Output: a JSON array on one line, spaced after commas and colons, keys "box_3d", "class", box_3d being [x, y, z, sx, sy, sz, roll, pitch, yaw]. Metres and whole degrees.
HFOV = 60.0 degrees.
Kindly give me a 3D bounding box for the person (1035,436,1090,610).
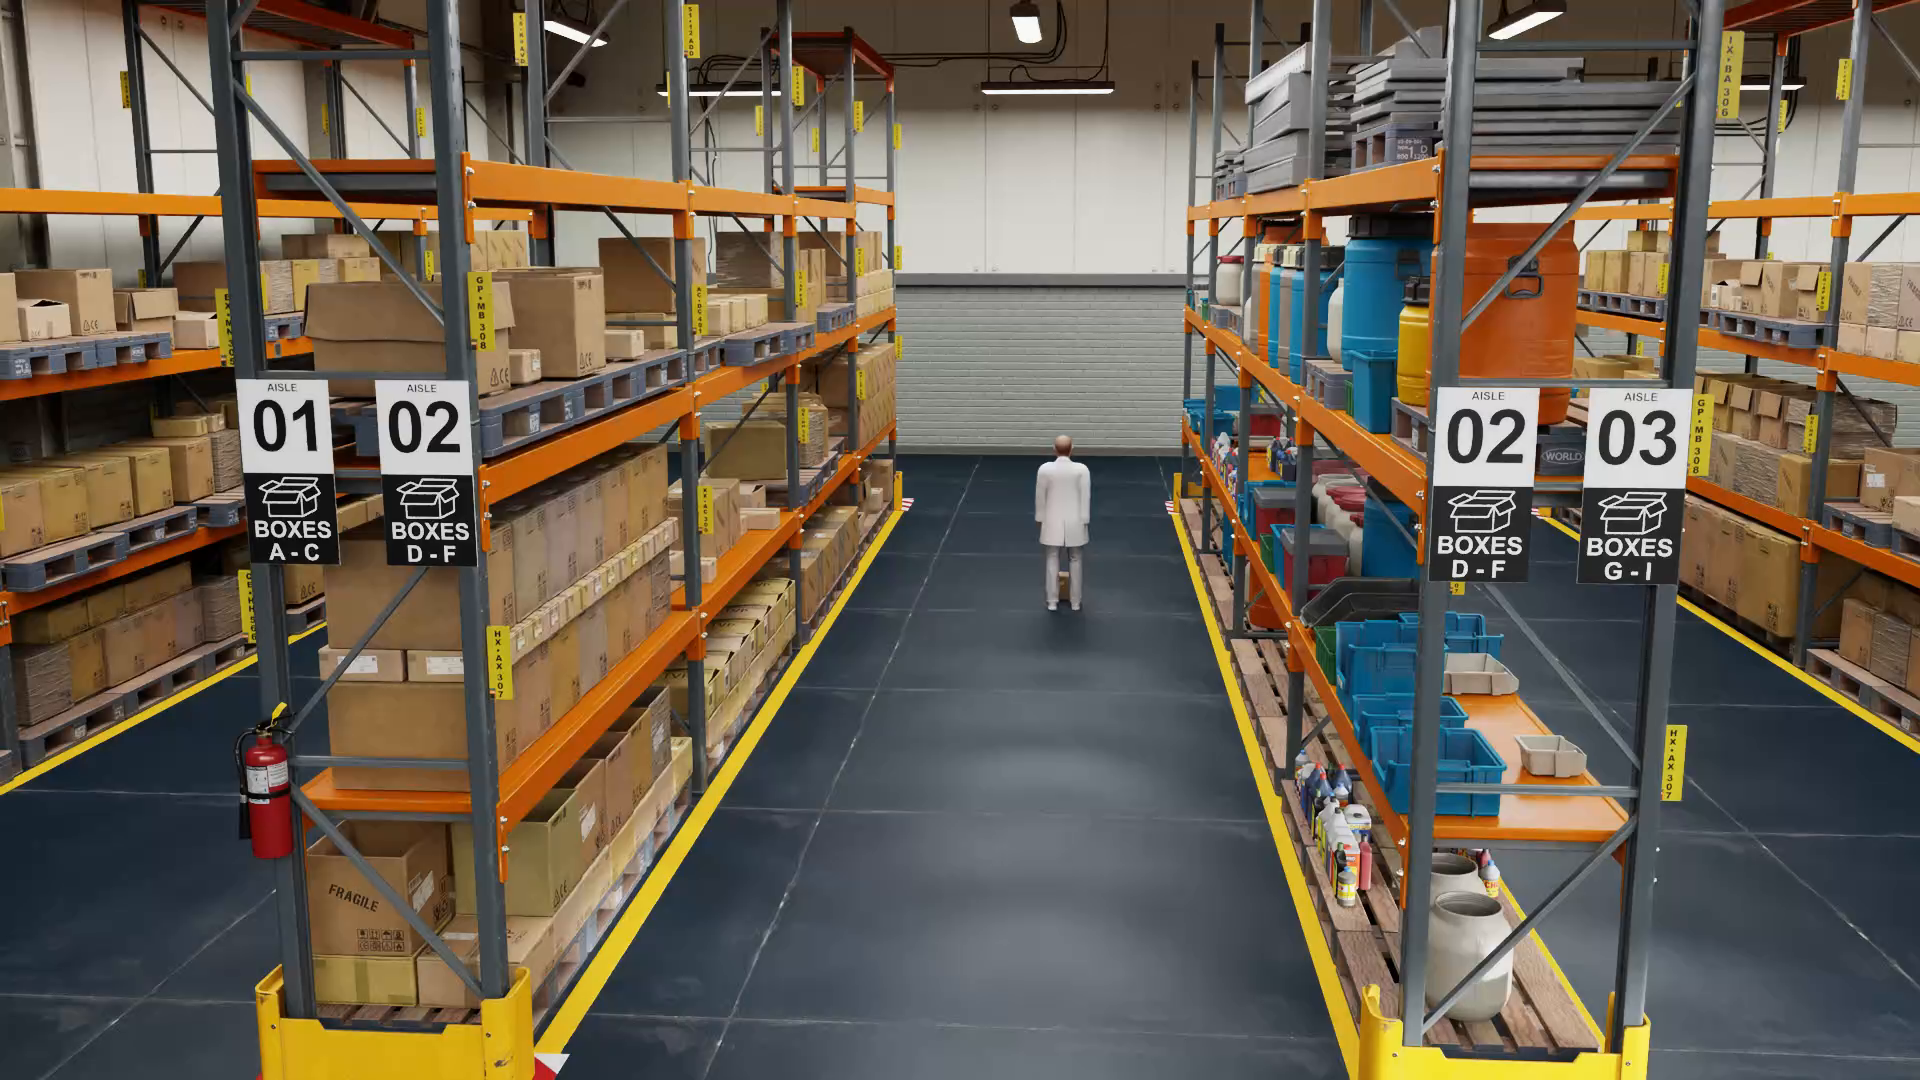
[{"box_3d": [1.042, -0.179, 16.942, 0.562, 1.774, 0.391, 1, 11, 5], "class": "person"}]
